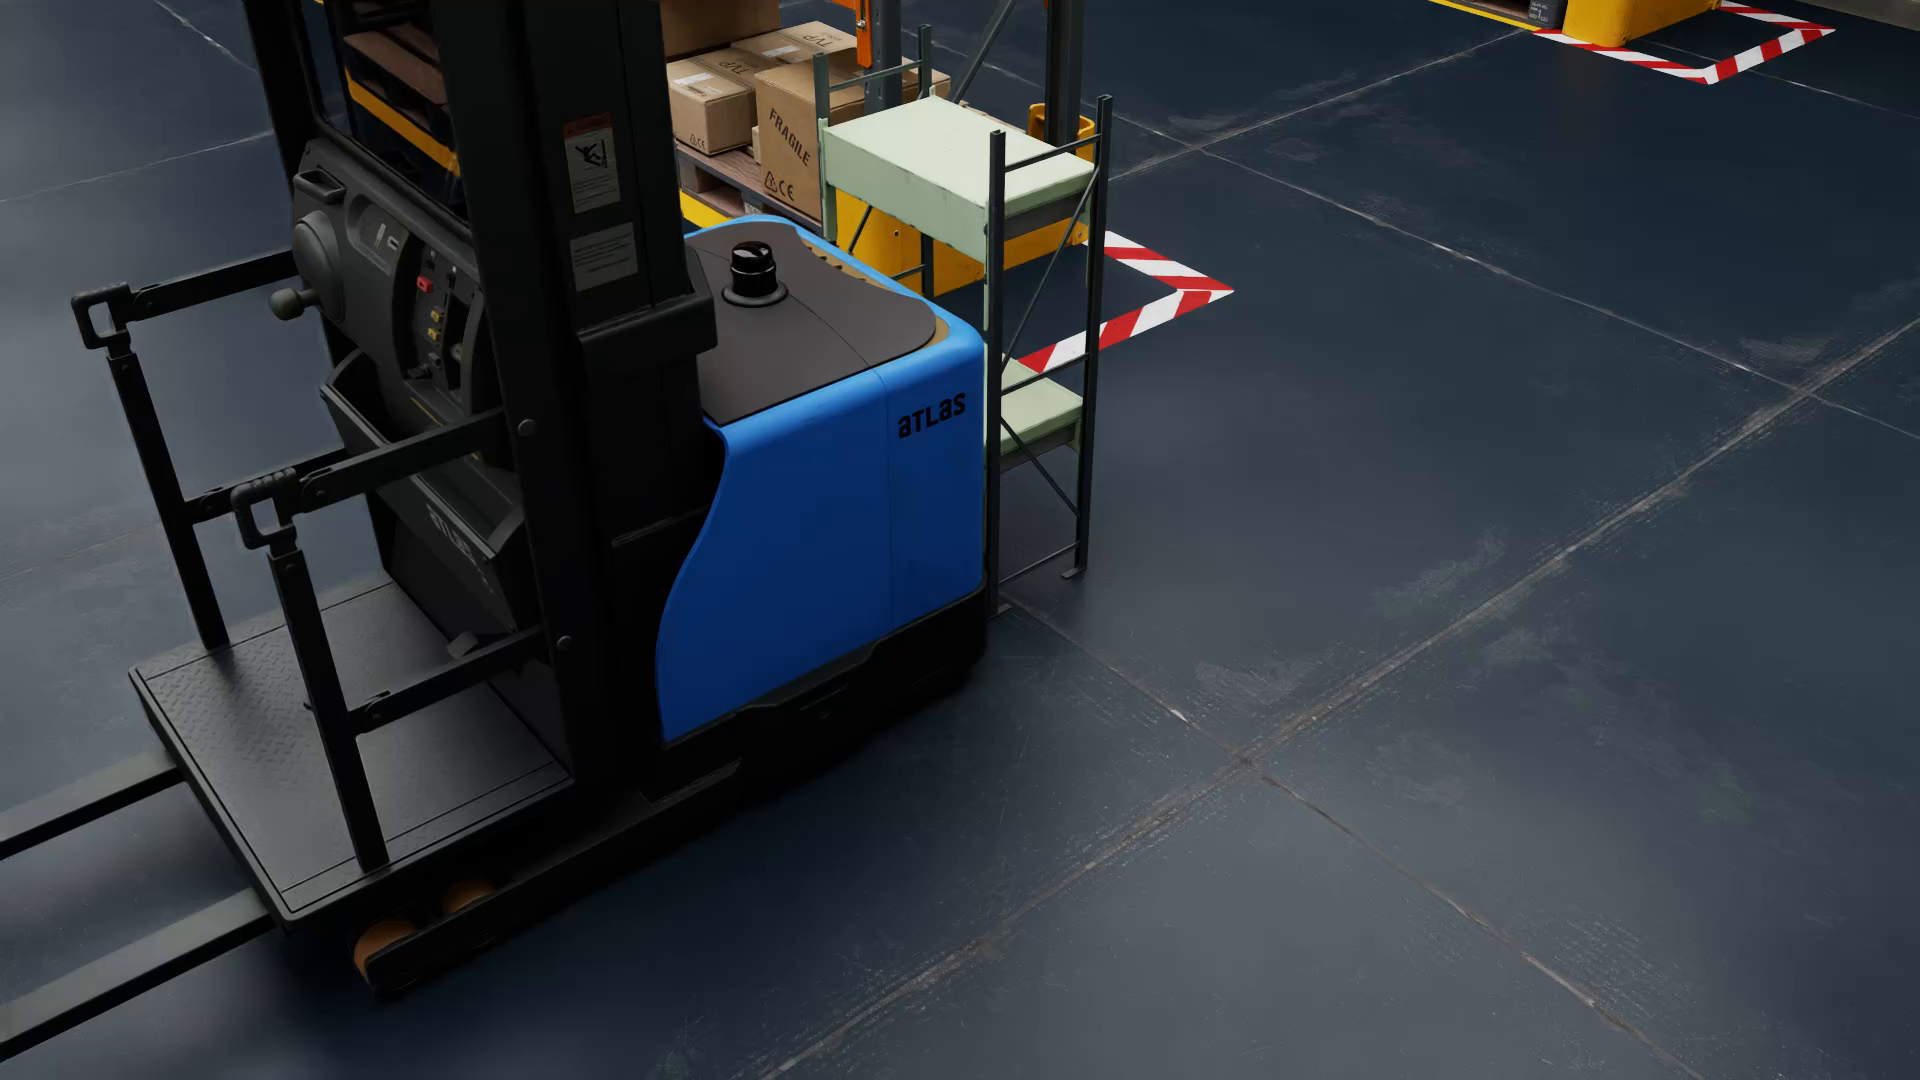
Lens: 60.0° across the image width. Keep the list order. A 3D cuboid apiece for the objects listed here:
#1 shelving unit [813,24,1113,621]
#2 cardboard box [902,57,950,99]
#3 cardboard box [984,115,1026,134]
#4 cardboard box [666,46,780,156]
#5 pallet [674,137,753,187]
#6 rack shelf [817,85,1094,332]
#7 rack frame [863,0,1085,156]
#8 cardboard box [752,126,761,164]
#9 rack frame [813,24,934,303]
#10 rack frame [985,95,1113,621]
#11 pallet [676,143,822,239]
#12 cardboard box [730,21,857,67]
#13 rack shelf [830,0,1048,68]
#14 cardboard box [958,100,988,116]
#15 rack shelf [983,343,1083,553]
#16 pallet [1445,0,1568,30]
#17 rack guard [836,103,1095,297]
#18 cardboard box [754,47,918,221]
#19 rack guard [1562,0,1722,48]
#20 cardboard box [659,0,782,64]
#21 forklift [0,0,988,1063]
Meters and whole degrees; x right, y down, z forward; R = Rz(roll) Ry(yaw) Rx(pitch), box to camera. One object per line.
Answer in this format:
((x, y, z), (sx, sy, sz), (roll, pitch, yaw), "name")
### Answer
((-0.004, -0.615, 4.821), (0.431, 1.500, 0.755), (-26, 43, -32), "shelving unit")
((-0.390, -1.957, 7.417), (0.500, 0.250, 0.500), (-26, 43, -32), "cardboard box")
((0.059, -1.663, 7.088), (0.380, 0.149, 0.250), (-26, 43, -32), "cardboard box")
((-1.062, -1.970, 7.434), (0.500, 0.250, 0.500), (-26, 43, -32), "cardboard box")
((-1.280, -2.119, 8.059), (1.003, 0.211, 1.213), (-26, 43, -32), "pallet")
((-0.004, -0.933, 4.595), (0.431, 0.370, 0.720), (-26, 43, -32), "rack shelf")
((0.067, -2.333, 5.949), (1.000, 3.000, 0.127), (-26, 43, -32), "rack frame")
((-0.665, -1.717, 7.150), (0.380, 0.166, 0.250), (-26, 43, -32), "cardboard box")
((-0.241, -0.777, 5.049), (0.400, 1.500, 0.023), (-26, 43, -32), "rack frame")
((0.232, -0.453, 4.593), (0.400, 1.500, 0.023), (-26, 43, -32), "rack frame")
((-0.497, -1.580, 7.299), (1.003, 0.211, 1.213), (-26, 43, -32), "pallet")
((-0.713, -2.178, 7.729), (0.500, 0.250, 0.500), (-26, 43, -32), "cardboard box")
((-1.224, -2.923, 7.404), (1.077, 0.370, 4.000), (-26, 43, -32), "rack shelf")
((-0.102, -1.780, 7.239), (0.380, 0.166, 0.250), (-26, 43, -32), "cardboard box")
((-0.004, -0.349, 5.009), (0.431, 0.370, 0.720), (-26, 43, -32), "rack shelf")
((3.273, -3.368, 9.824), (1.003, 0.211, 1.213), (-26, 43, -32), "pallet")
((0.018, -1.347, 6.719), (1.175, 0.500, 0.348), (-26, 43, -32), "rack guard")
((-0.472, -1.641, 6.754), (0.500, 0.500, 0.500), (-26, 43, -32), "cardboard box")
((3.864, -3.152, 9.268), (1.175, 0.500, 0.348), (-26, 43, -32), "rack guard")
((-1.298, -2.433, 7.869), (0.797, 0.503, 0.637), (-26, 43, -32), "cardboard box")
((-1.386, -0.514, 3.440), (3.031, 2.935, 1.130), (-25, 42, -31), "forklift")
